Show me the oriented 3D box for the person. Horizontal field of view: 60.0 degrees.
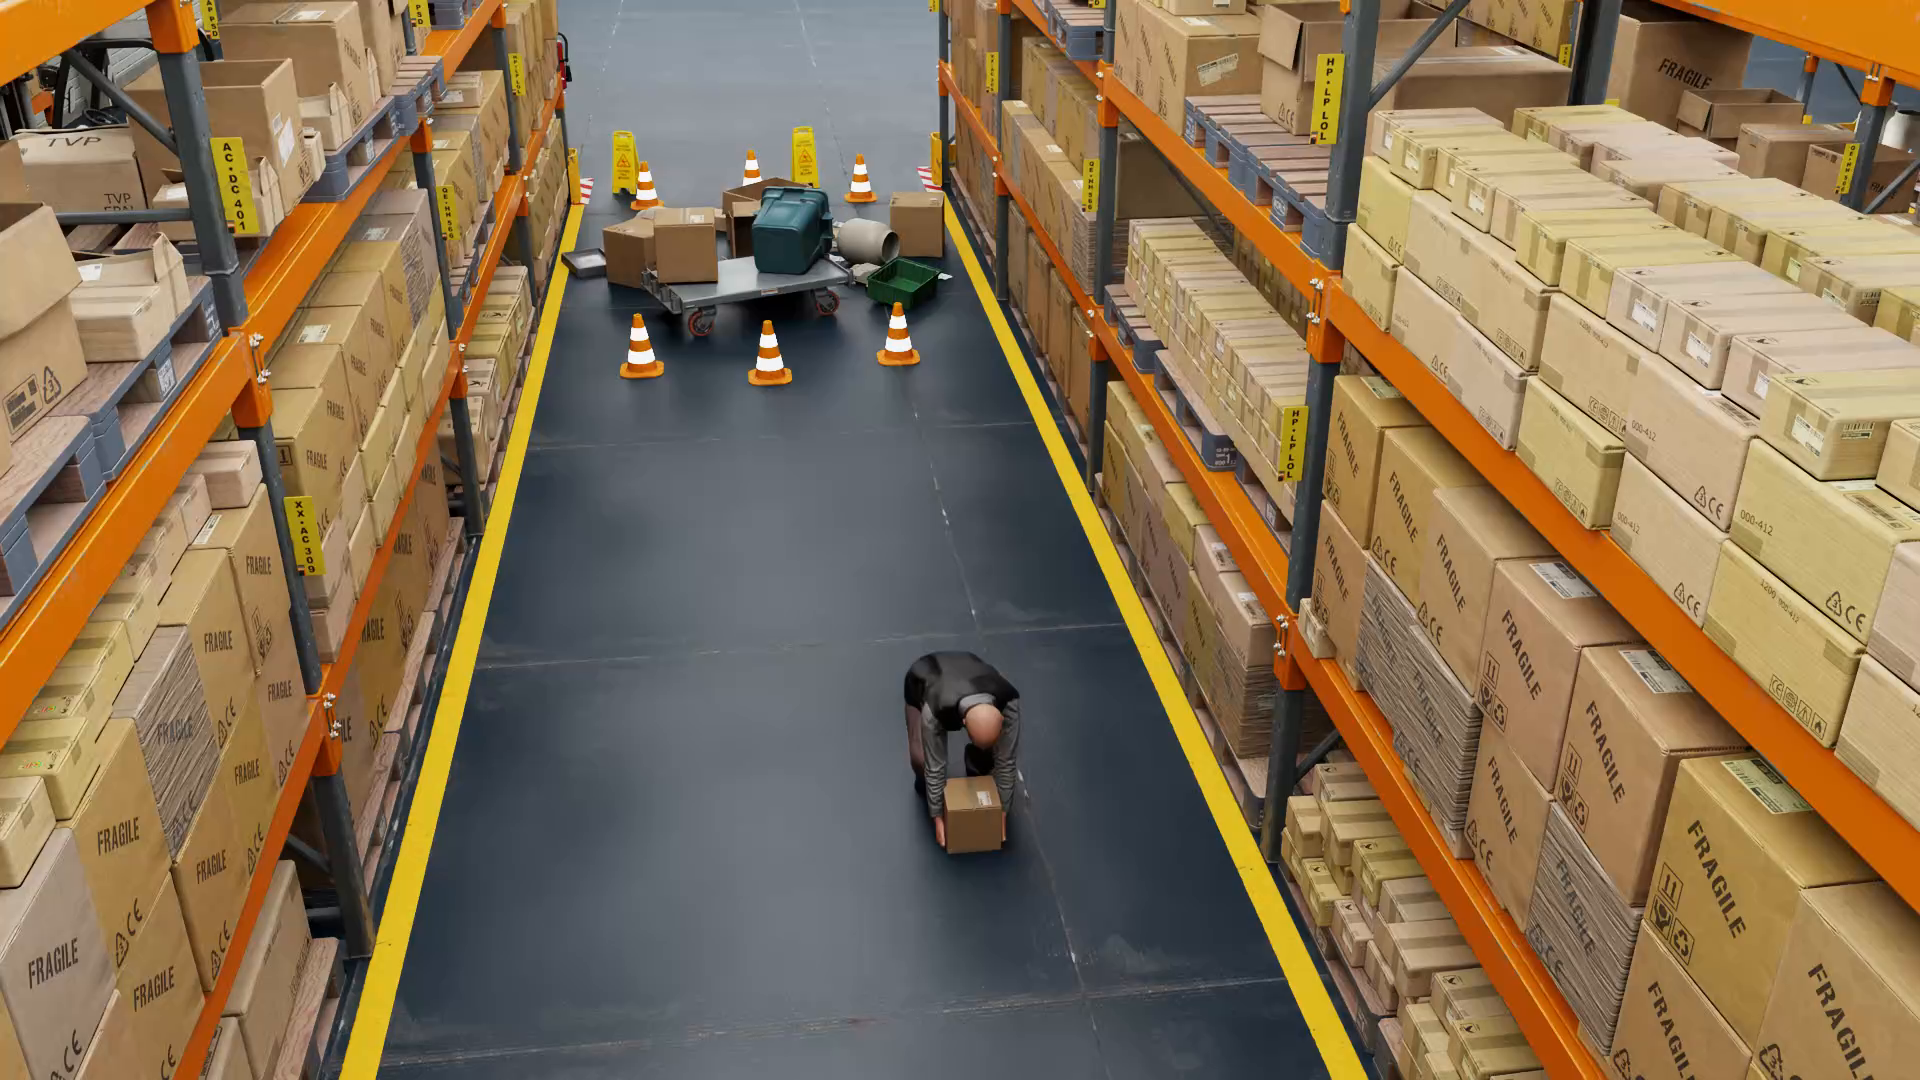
[{"bbox_3d":[0.007,0.952,7.931,0.514,0.827,0.914,-4,27,-8],"label":"person"}]
